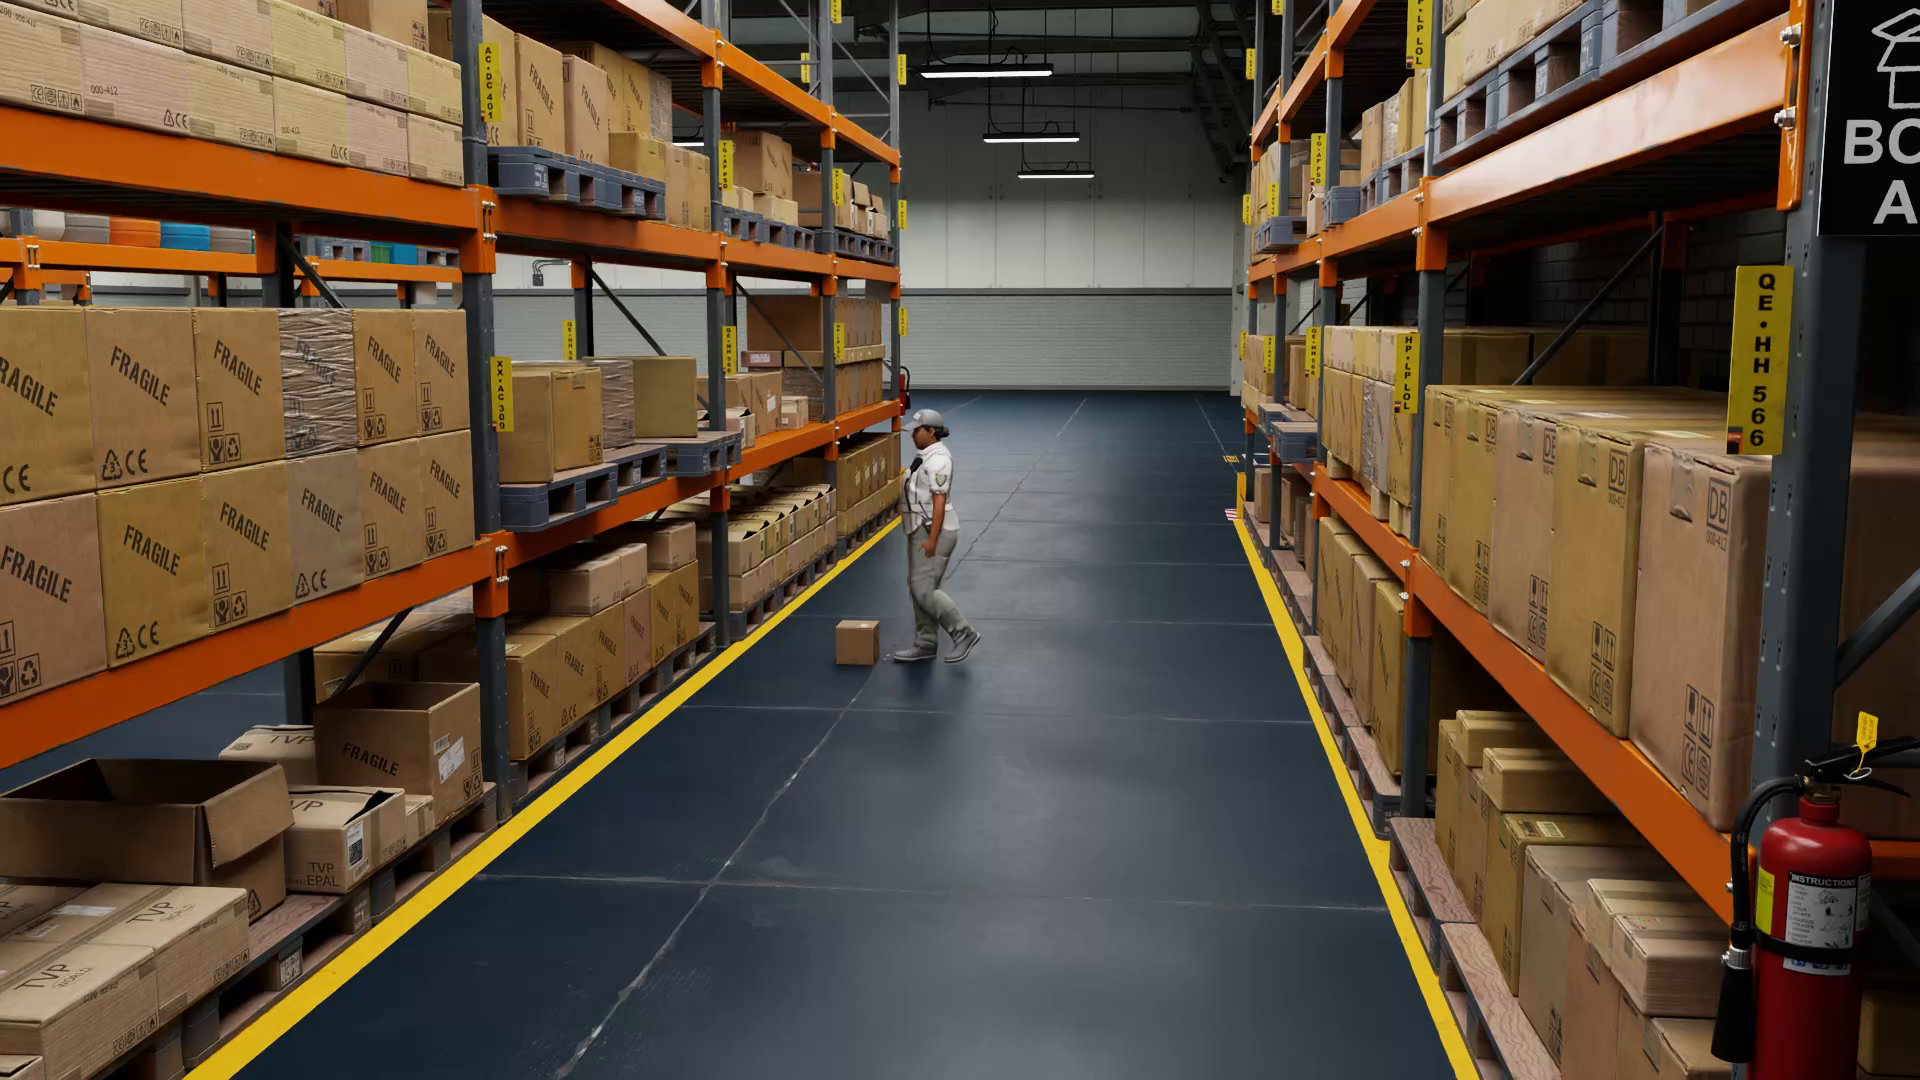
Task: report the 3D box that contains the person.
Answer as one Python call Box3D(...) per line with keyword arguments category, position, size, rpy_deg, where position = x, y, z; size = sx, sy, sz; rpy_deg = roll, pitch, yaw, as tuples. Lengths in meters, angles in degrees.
Box3D(category="person", position=(-0.159, -0.025, 10.877), size=(0.550, 1.663, 0.488), rpy_deg=(-1, 8, -11))
